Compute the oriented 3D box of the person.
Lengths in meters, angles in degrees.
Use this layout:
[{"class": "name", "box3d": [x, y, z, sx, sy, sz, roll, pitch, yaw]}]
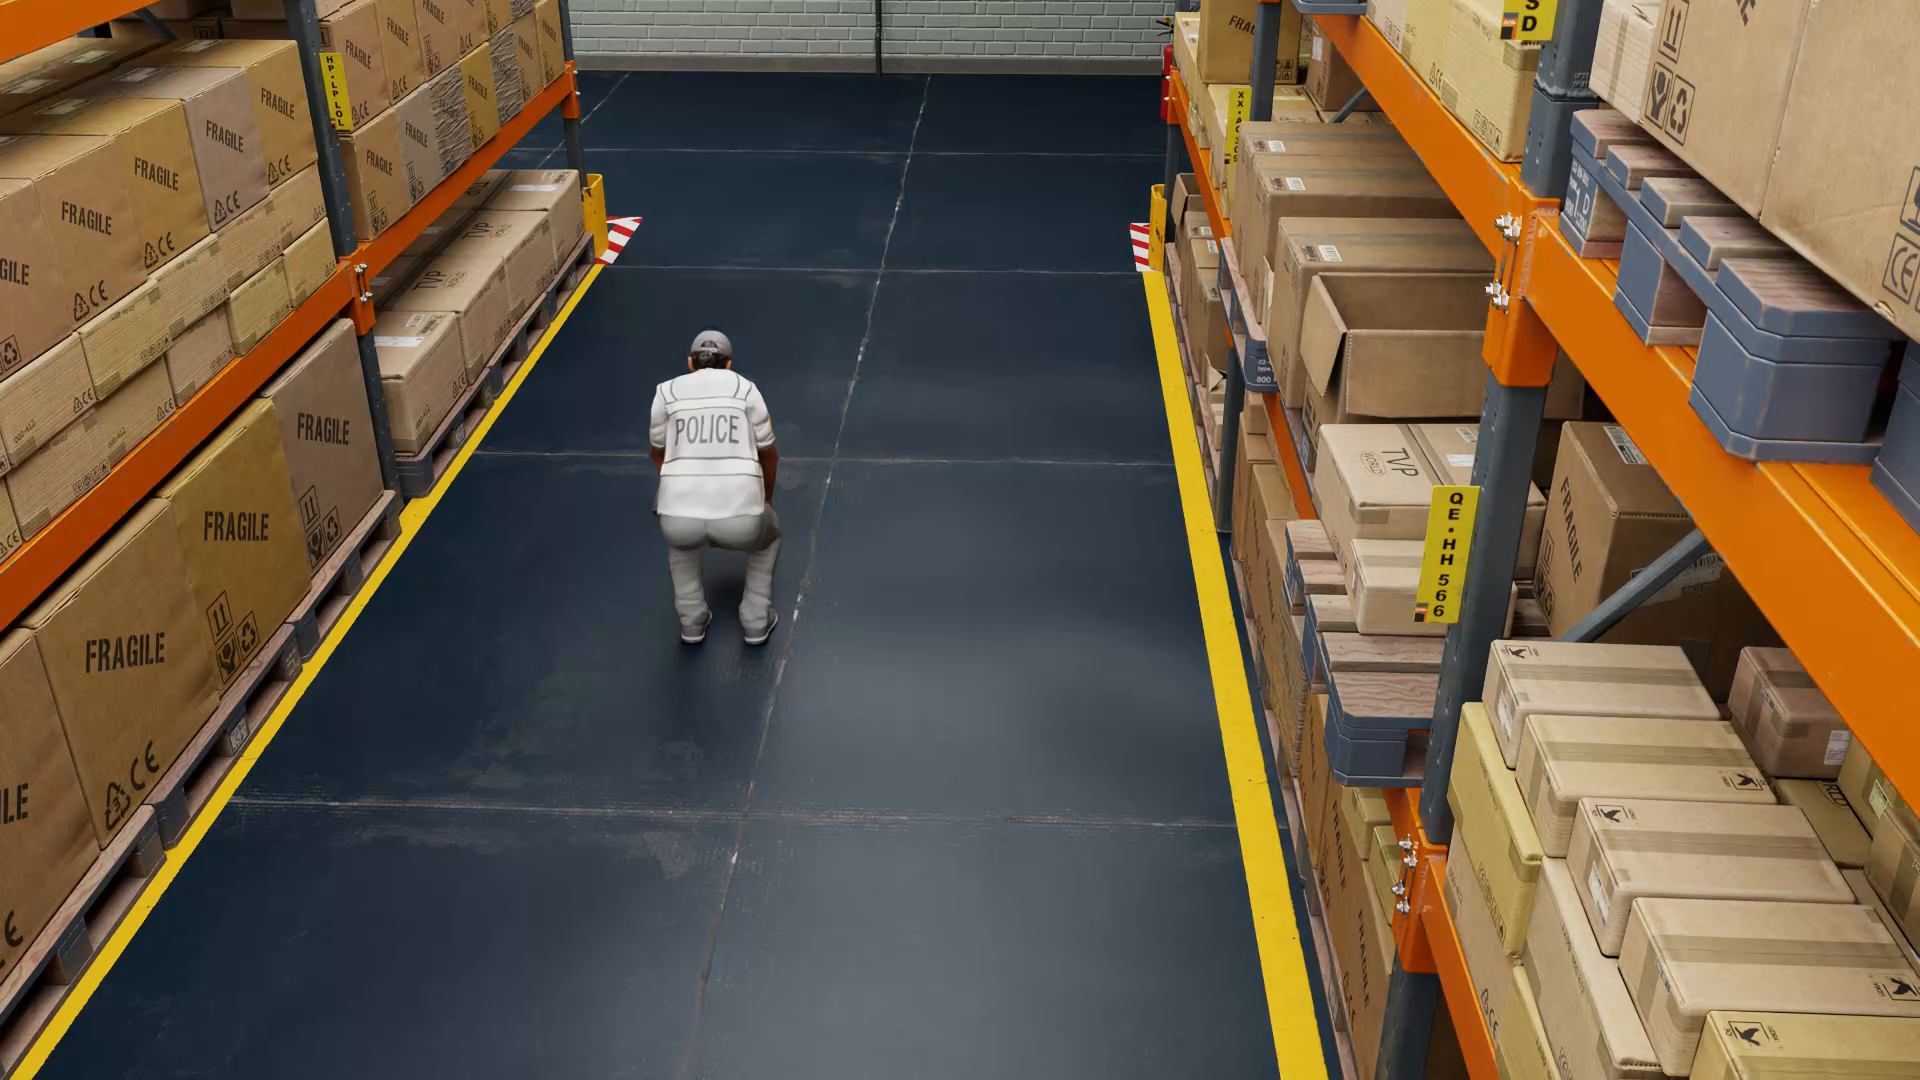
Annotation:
[{"class": "person", "box3d": [-1.034, -0.190, 6.935, 0.541, 1.239, 0.794, 1, 28, 2]}]
